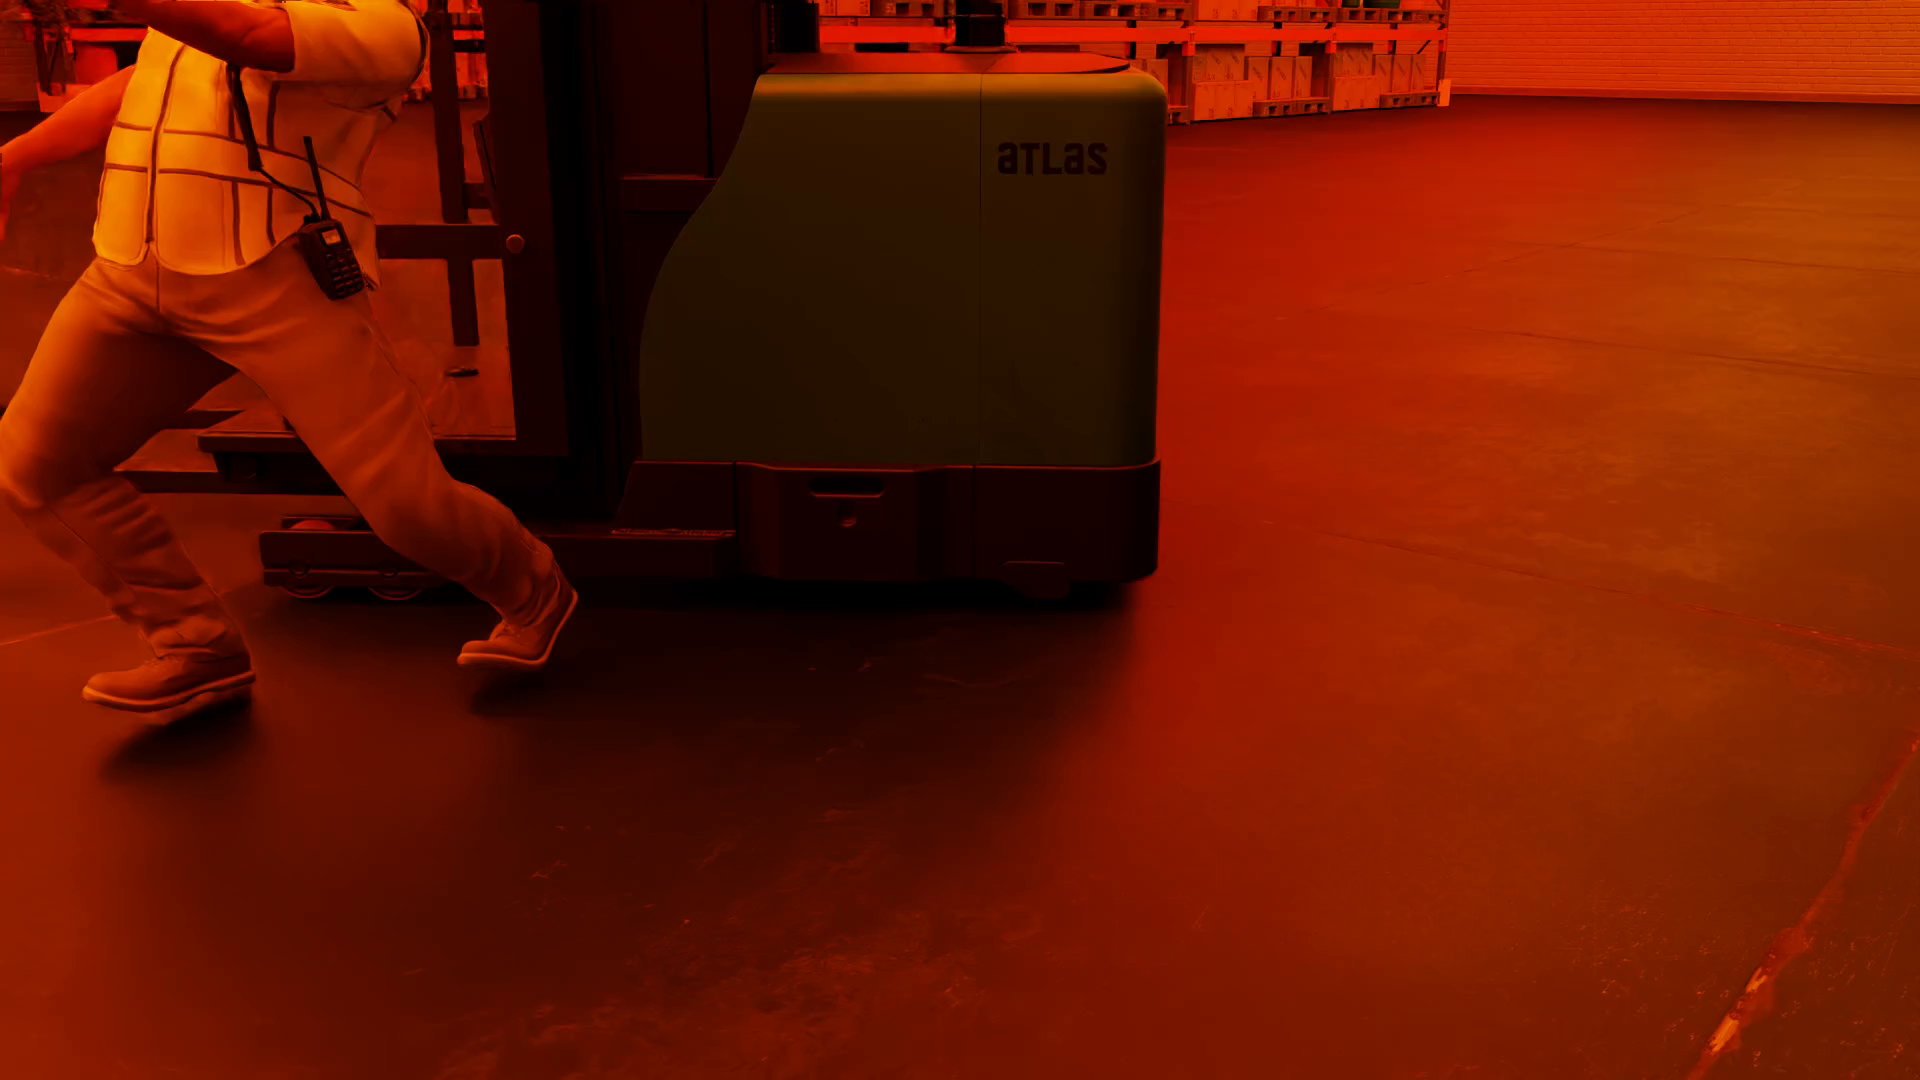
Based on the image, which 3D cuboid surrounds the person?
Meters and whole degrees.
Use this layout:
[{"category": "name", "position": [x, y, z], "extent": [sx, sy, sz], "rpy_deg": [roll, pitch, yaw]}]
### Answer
[{"category": "person", "position": [-1.233, -0.417, 2.725], "extent": [0.901, 1.451, 0.778], "rpy_deg": [6, 18, 18]}]

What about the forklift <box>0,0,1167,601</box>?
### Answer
[{"category": "forklift", "position": [-1.071, -1.425, 3.591], "extent": [3.031, 2.935, 1.130], "rpy_deg": [1, 17, 3]}]
